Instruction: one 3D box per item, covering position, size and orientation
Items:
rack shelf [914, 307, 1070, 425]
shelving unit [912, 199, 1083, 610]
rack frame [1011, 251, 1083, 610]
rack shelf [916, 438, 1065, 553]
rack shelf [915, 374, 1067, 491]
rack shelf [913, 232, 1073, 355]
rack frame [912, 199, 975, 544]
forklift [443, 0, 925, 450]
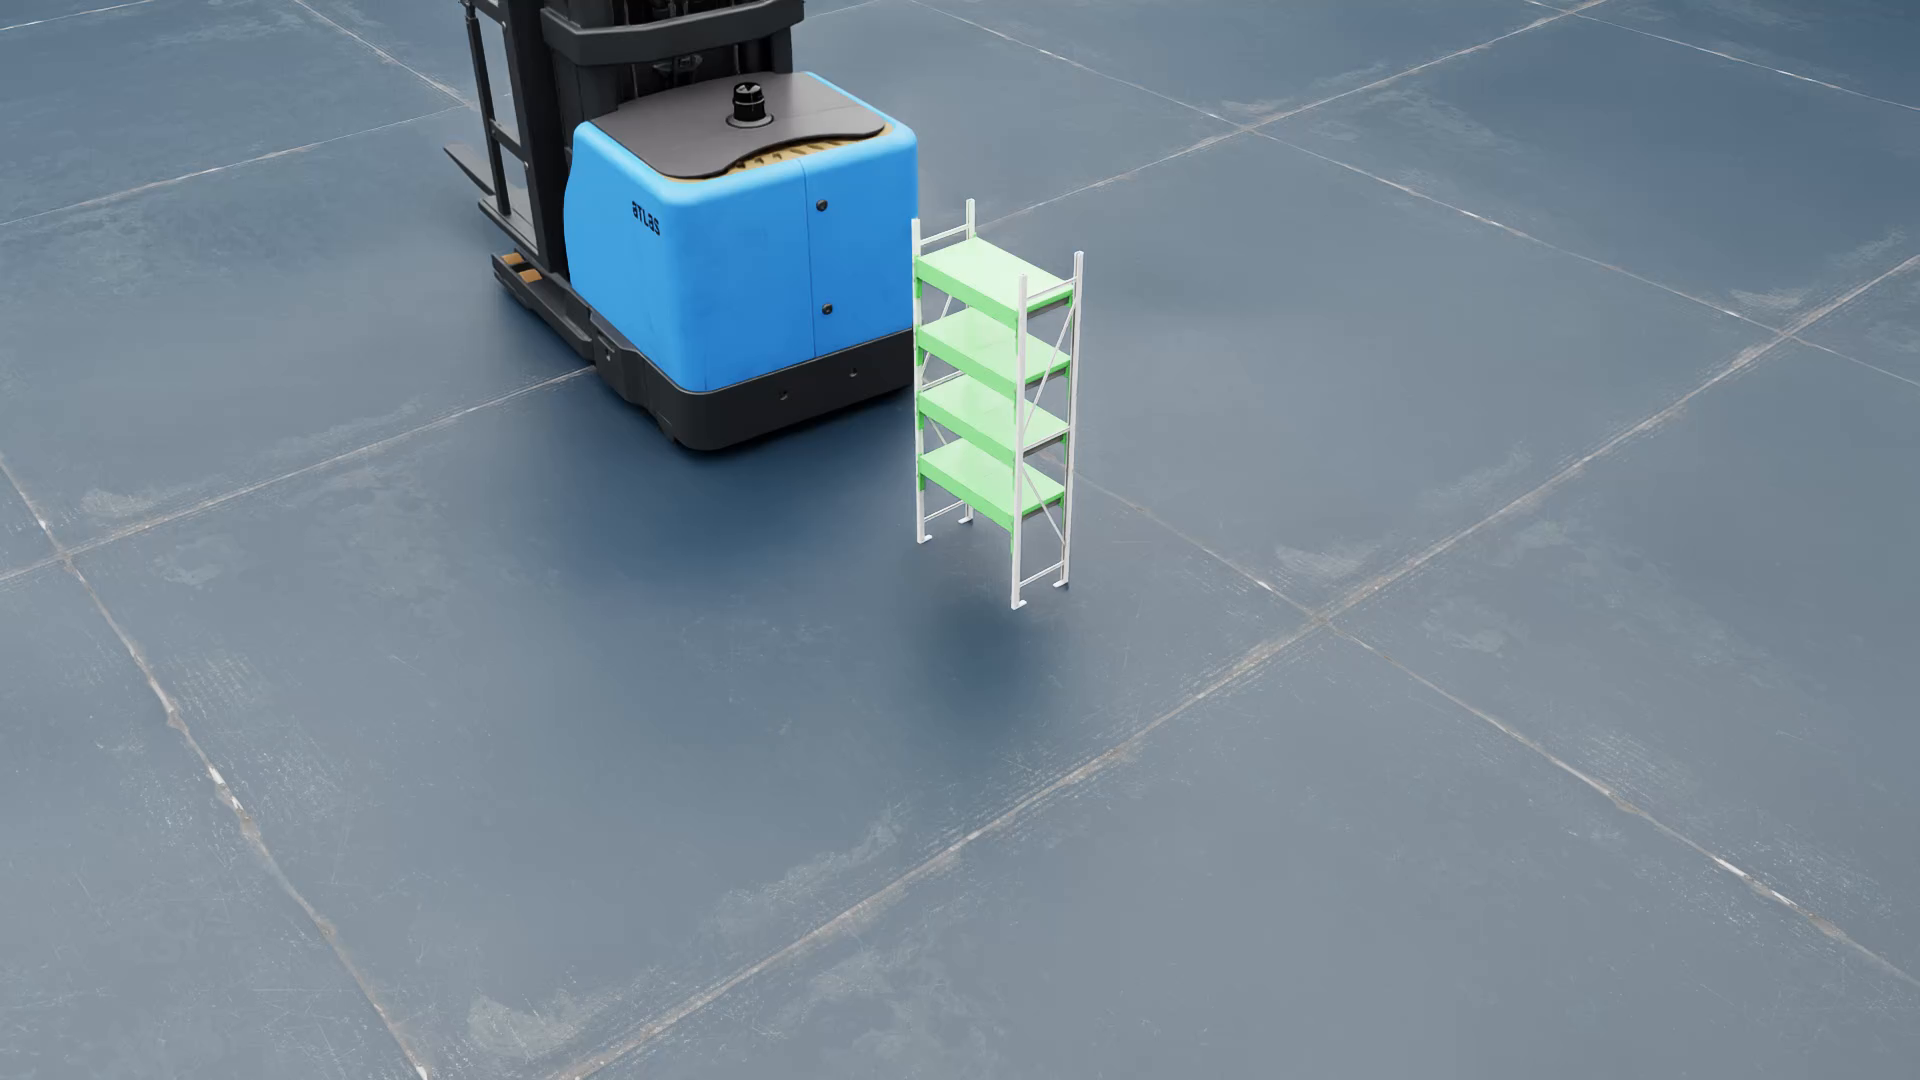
[{"bbox_3d":[0.107,-0.560,5.198,0.258,0.148,0.480,-26,43,-32],"label":"rack shelf"},{"bbox_3d":[0.107,-0.417,5.300,0.258,1.200,0.503,-26,43,-32],"label":"shelving unit"},{"bbox_3d":[0.264,-0.309,5.148,0.240,1.200,0.015,-26,43,-32],"label":"rack frame"},{"bbox_3d":[0.107,-0.169,5.476,0.258,0.148,0.480,-26,43,-32],"label":"rack shelf"},{"bbox_3d":[0.107,-0.364,5.337,0.258,0.148,0.480,-26,43,-32],"label":"rack shelf"},{"bbox_3d":[0.107,-0.756,5.060,0.258,0.148,0.480,-26,43,-32],"label":"rack shelf"},{"bbox_3d":[-0.051,-0.524,5.452,0.240,1.200,0.015,-26,43,-32],"label":"rack frame"},{"bbox_3d":[-1.384,-2.333,6.508,1.130,2.935,3.031,-22,41,-27],"label":"forklift"}]
